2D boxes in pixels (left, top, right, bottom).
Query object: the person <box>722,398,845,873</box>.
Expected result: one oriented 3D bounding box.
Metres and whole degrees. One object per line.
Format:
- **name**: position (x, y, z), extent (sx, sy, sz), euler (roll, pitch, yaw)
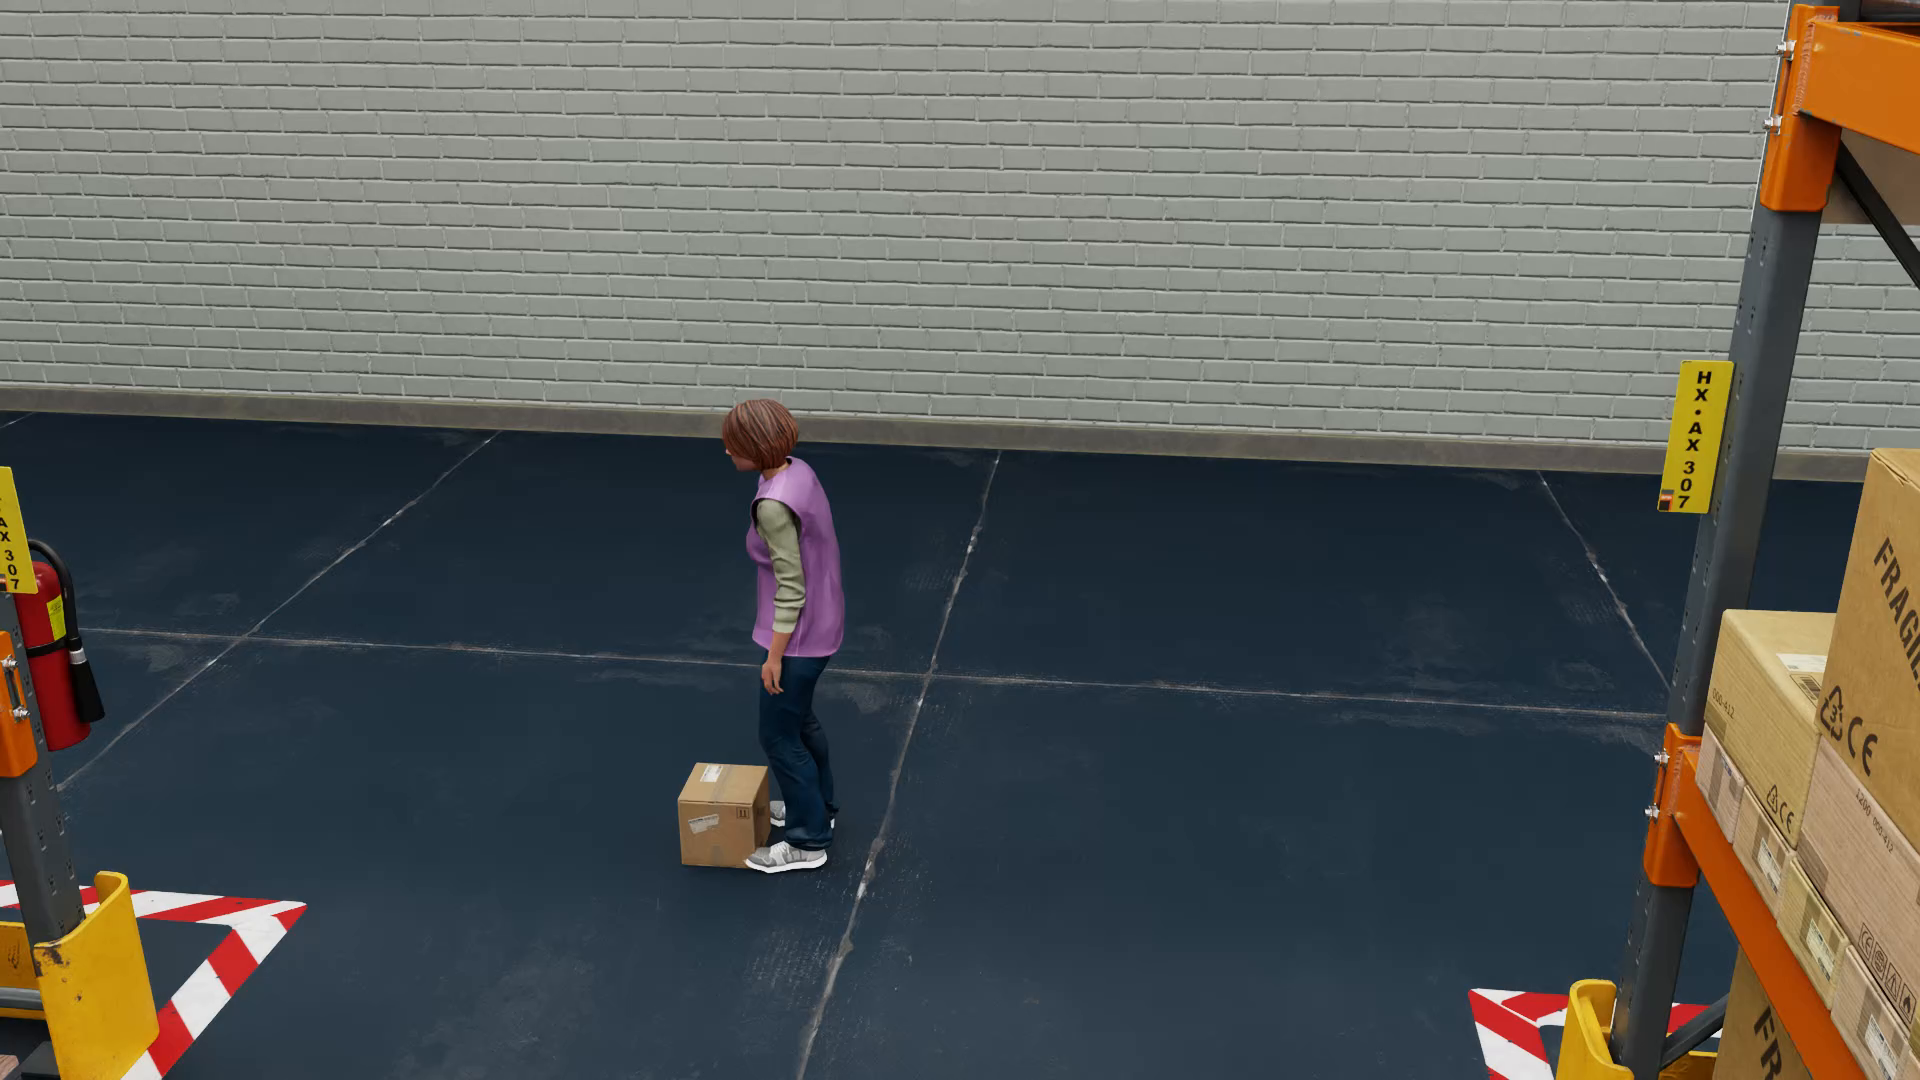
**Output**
- **person**: position (-0.543, 0.308, 5.319), extent (0.346, 1.591, 0.480), euler (1, 22, 3)
